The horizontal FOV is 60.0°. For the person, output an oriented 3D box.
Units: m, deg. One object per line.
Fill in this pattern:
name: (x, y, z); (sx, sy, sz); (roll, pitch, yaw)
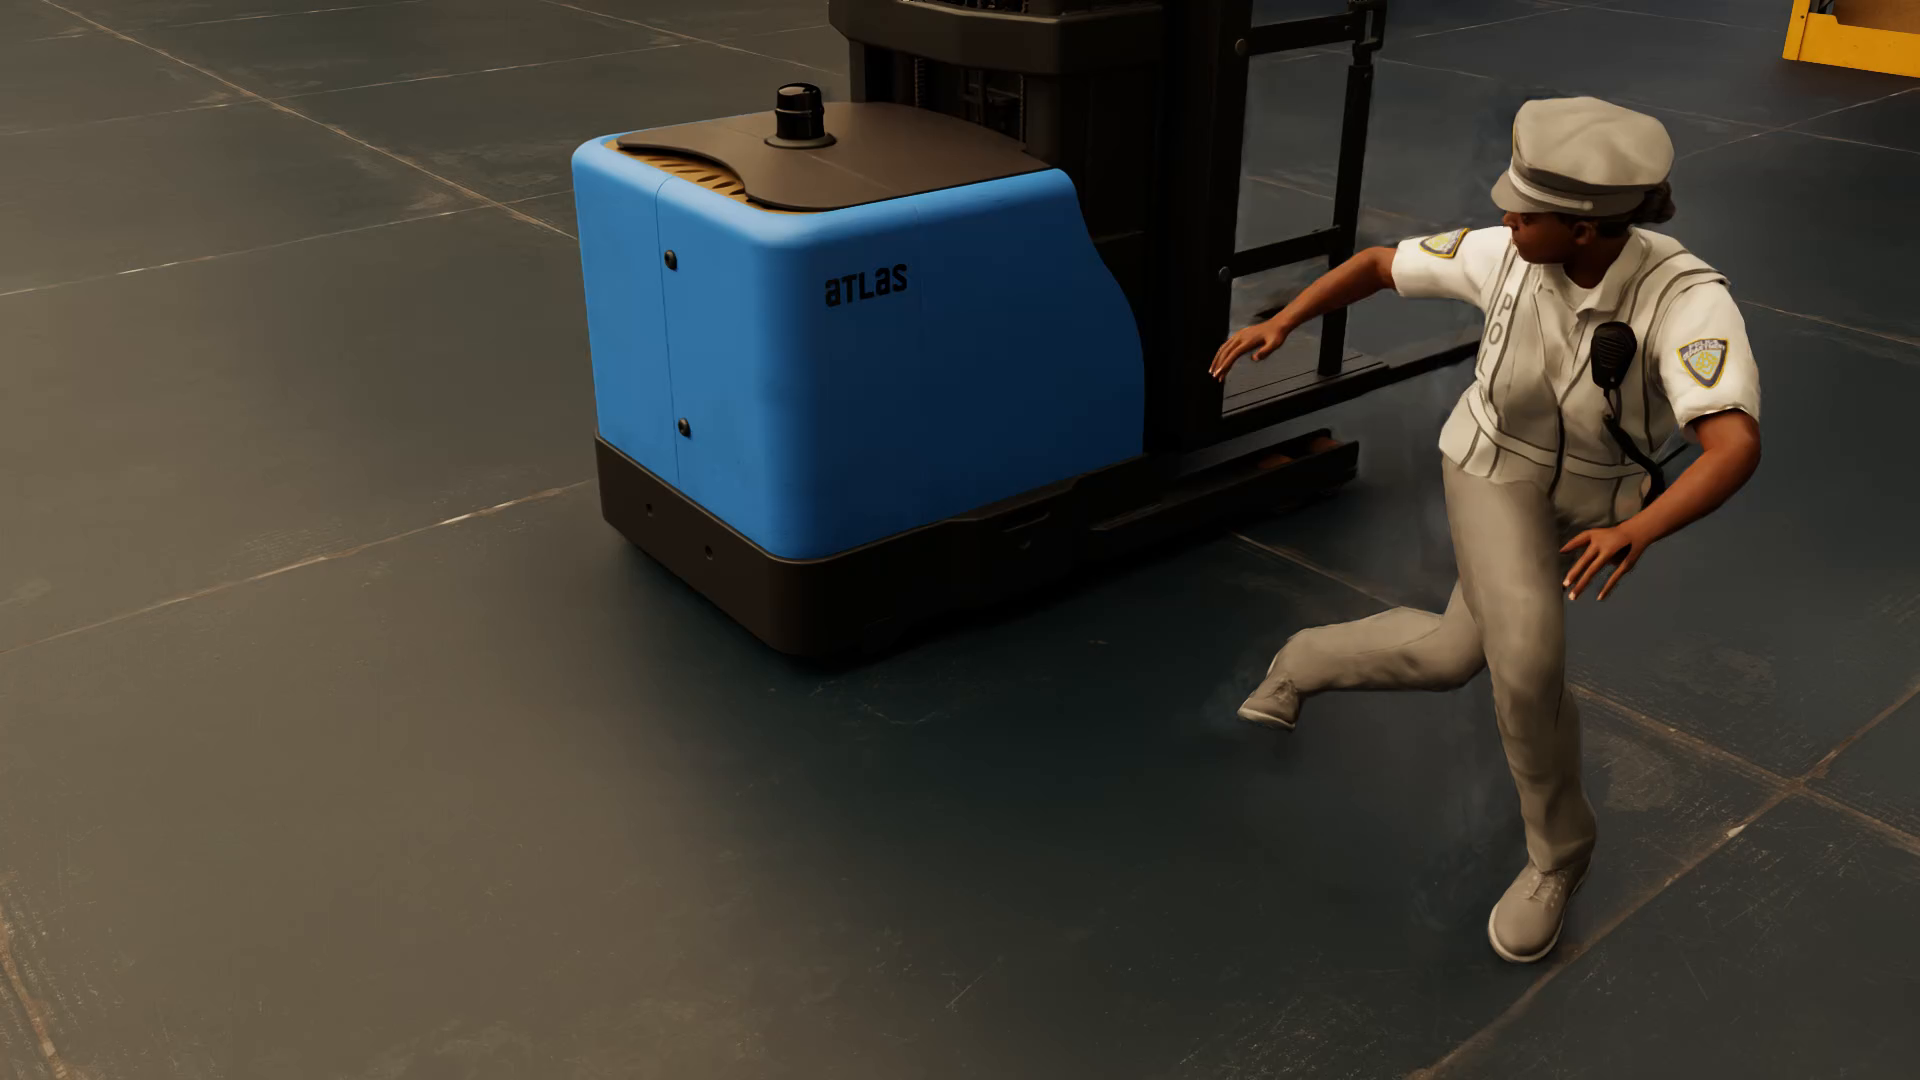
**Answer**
person: (0.844, -0.021, 2.903); (0.856, 1.464, 1.039); (5, 27, 11)

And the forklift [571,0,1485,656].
forklift: (0.517, -1.556, 4.339); (3.031, 2.935, 1.130); (-19, 32, -33)
